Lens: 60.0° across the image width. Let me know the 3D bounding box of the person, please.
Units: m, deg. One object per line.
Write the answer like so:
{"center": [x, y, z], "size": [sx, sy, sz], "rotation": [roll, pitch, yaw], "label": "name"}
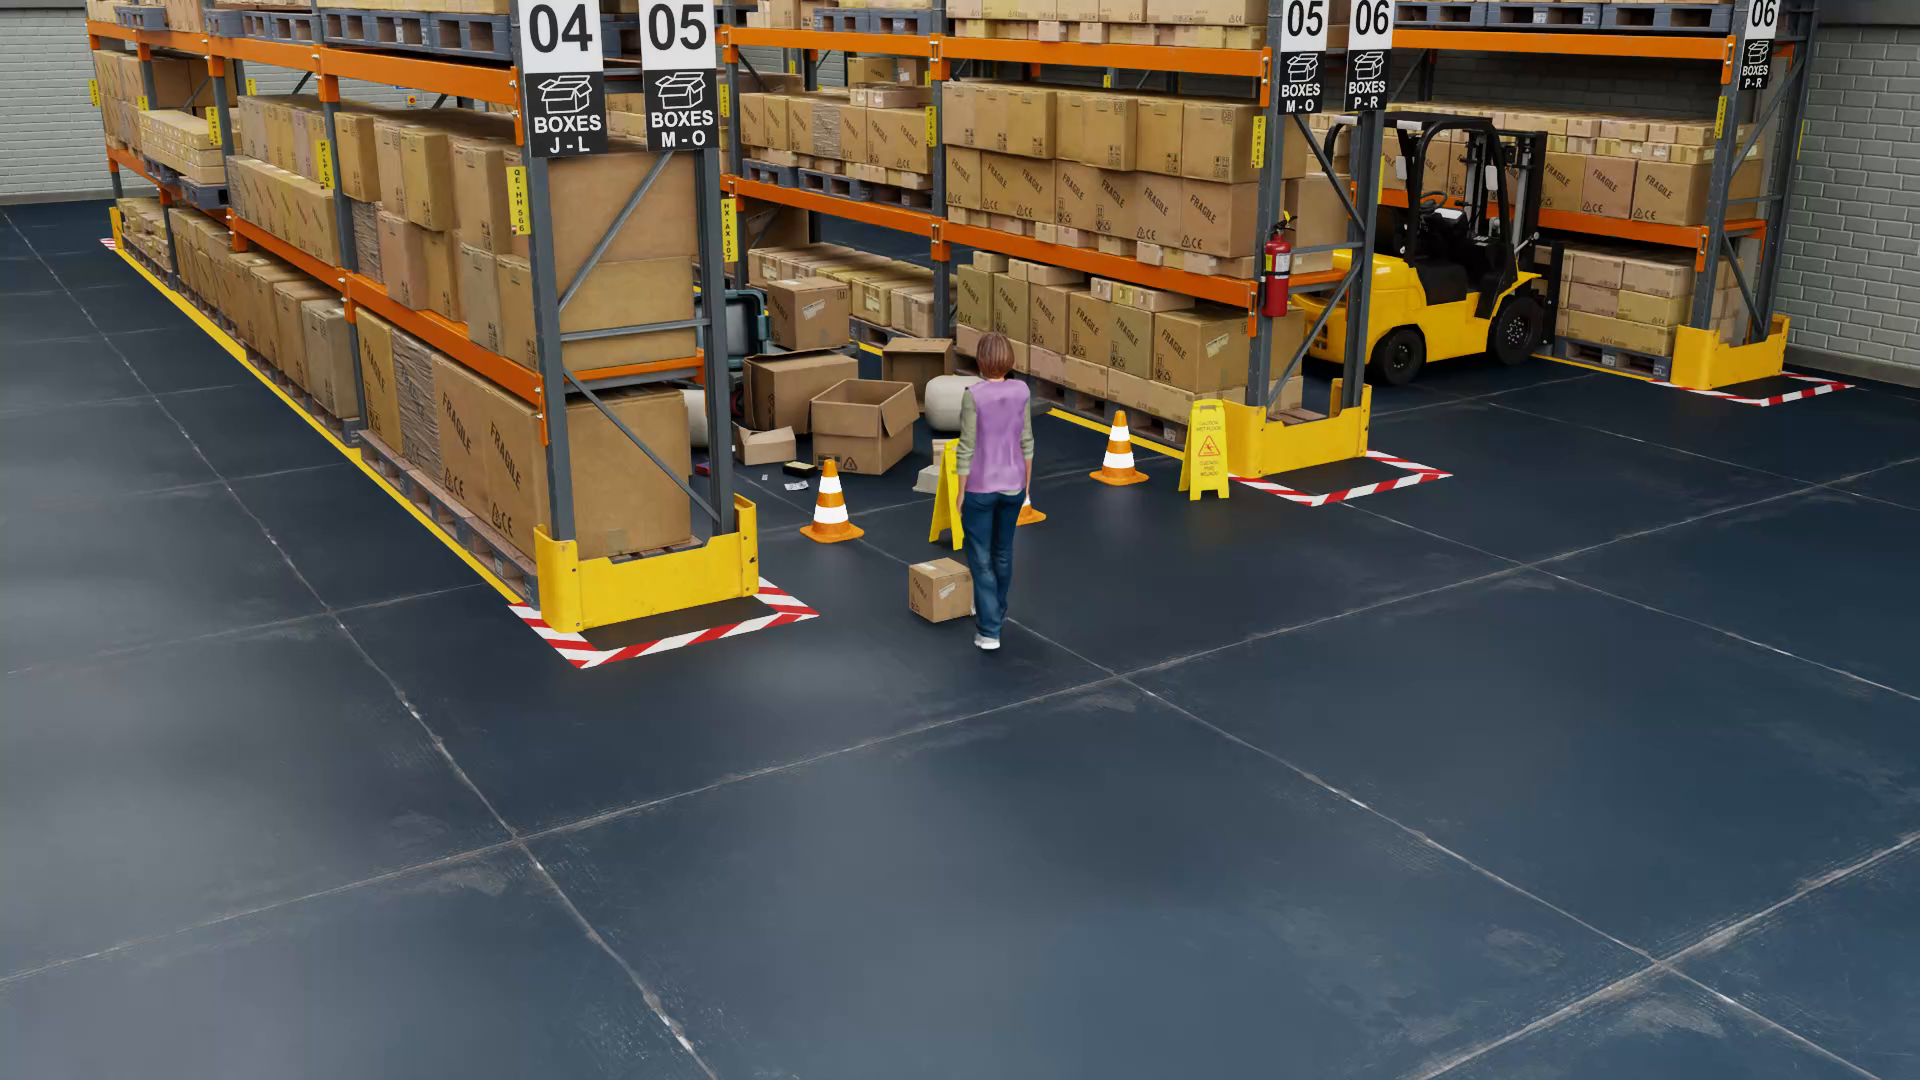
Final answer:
{"center": [0.142, -0.266, 8.353], "size": [0.428, 1.603, 0.583], "rotation": [-8, 20, -22], "label": "person"}
